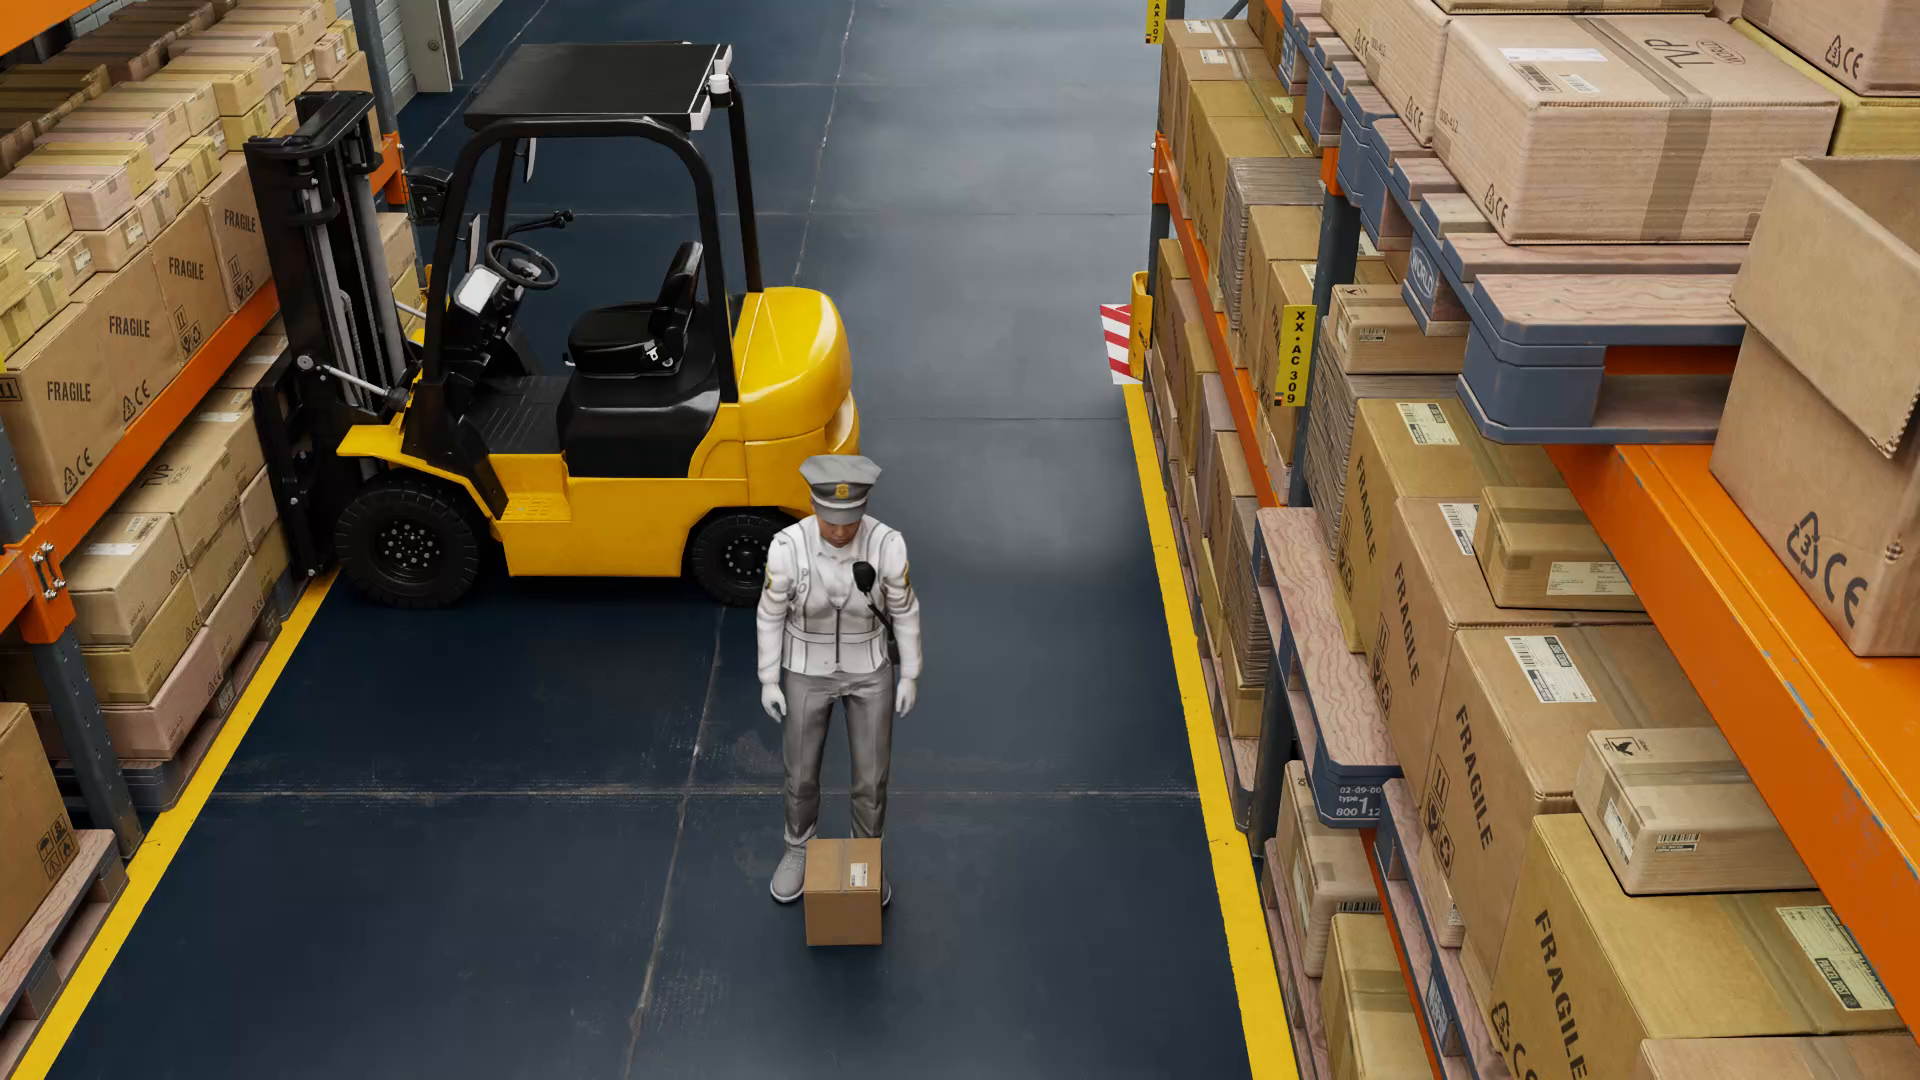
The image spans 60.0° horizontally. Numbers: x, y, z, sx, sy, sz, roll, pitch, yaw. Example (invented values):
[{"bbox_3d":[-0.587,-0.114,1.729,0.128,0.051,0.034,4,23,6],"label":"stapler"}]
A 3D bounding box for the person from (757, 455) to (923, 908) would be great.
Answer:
[{"bbox_3d":[-0.389,0.460,5.388,0.542,1.662,0.415,-2,32,-3],"label":"person"}]
